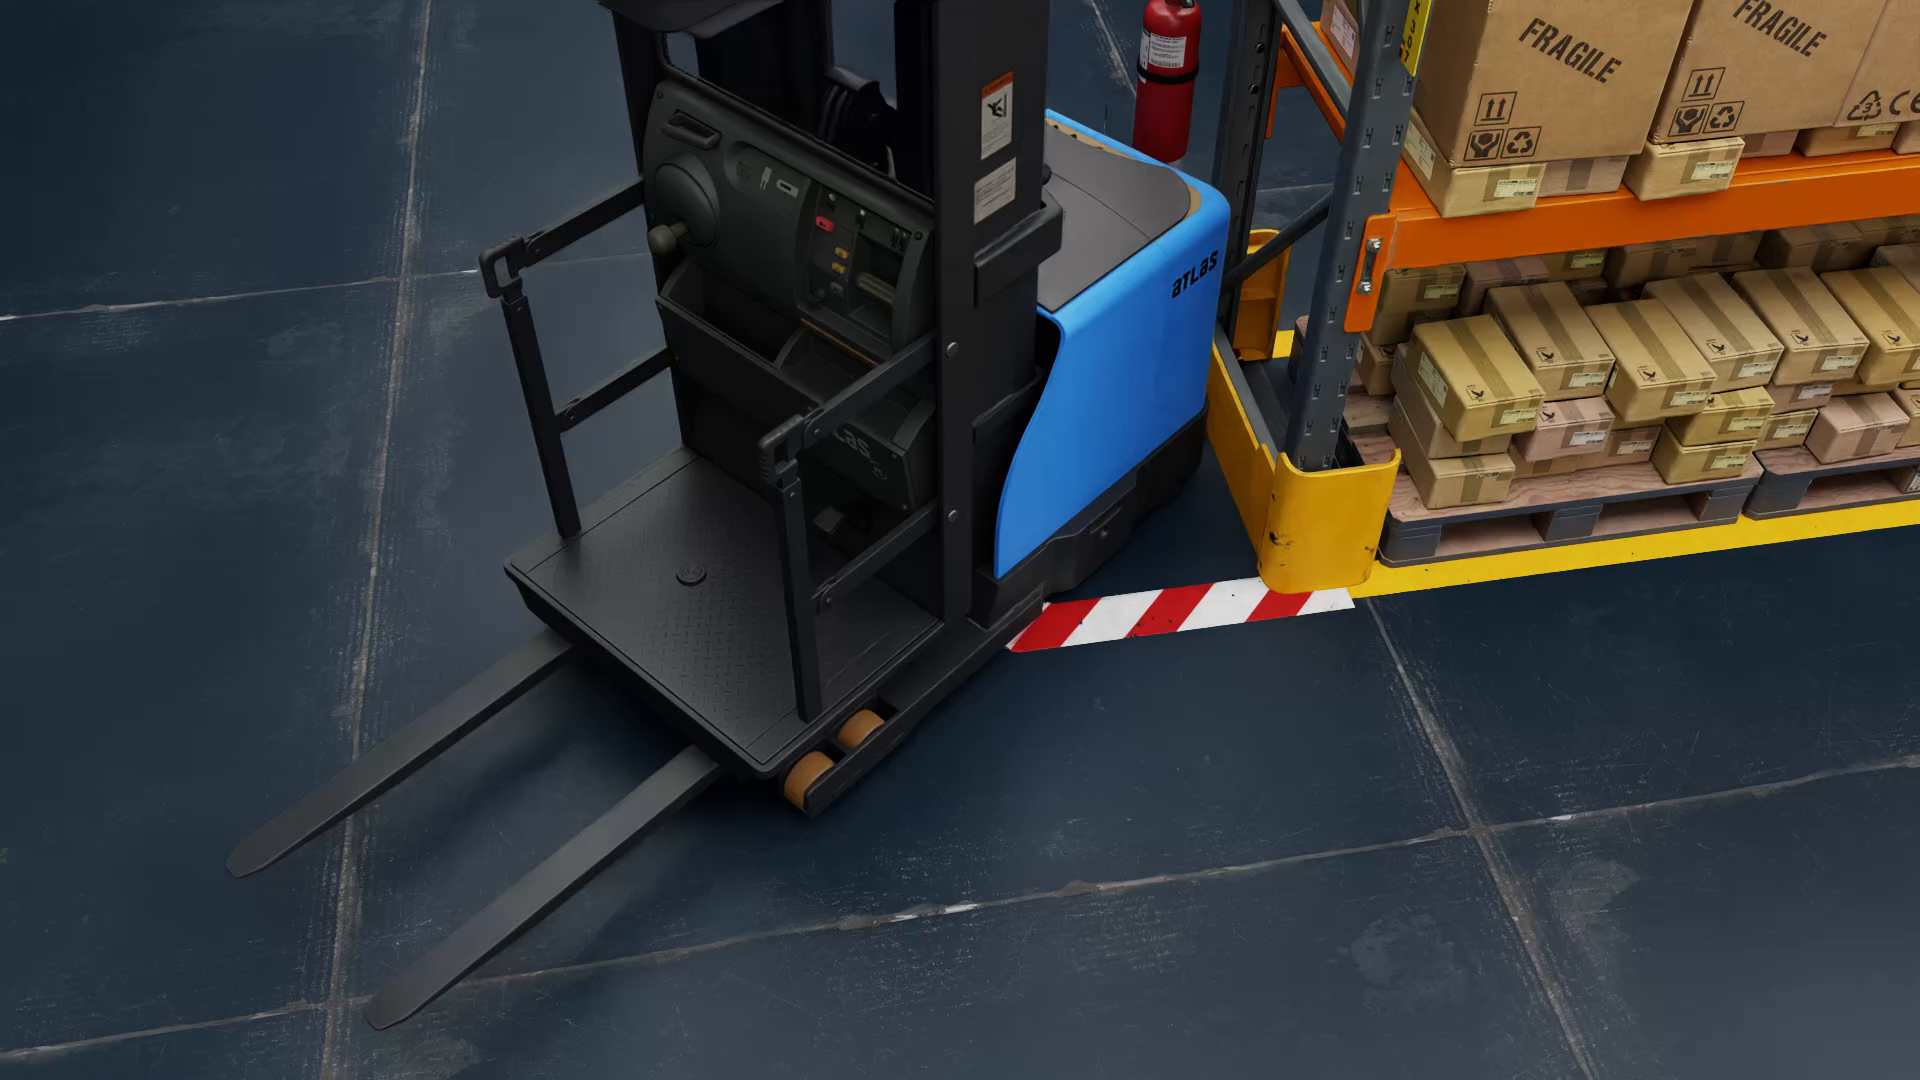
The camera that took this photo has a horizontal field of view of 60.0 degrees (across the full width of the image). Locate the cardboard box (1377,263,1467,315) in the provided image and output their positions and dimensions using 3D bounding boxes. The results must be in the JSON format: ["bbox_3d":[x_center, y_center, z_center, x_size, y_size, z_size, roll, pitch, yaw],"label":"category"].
[{"bbox_3d":[1.418,-0.902,5.311,0.250,0.149,0.380,-7,46,-6],"label":"cardboard box"}]

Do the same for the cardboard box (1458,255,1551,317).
[{"bbox_3d":[1.675,-0.892,5.301,0.250,0.149,0.380,-6,46,-6],"label":"cardboard box"}]

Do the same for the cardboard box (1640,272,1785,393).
[{"bbox_3d":[2.265,-0.629,5.048,0.250,0.149,0.380,-9,47,-9],"label":"cardboard box"}]

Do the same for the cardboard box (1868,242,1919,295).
[{"bbox_3d":[3.038,-0.755,5.169,0.250,0.149,0.380,-7,46,-7],"label":"cardboard box"}]

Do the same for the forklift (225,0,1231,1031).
[{"bbox_3d":[-0.576,-0.694,3.884,1.130,2.935,3.031,33,54,28],"label":"forklift"}]

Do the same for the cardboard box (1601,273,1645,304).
[{"bbox_3d":[2.205,-0.846,5.464,0.250,0.149,0.380,-8,47,-7],"label":"cardboard box"}]

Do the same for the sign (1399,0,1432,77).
[{"bbox_3d":[1.032,-1.209,3.731,0.005,0.325,0.100,-7,46,-7],"label":"sign"}]

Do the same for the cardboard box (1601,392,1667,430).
[{"bbox_3d":[2.005,-0.523,5.152,0.250,0.149,0.380,-7,46,-6],"label":"cardboard box"}]

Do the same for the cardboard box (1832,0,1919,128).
[{"bbox_3d":[2.437,-1.426,4.265,0.500,0.500,0.500,-7,46,-6],"label":"cardboard box"}]

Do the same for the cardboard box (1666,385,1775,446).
[{"bbox_3d":[2.276,-0.477,5.108,0.250,0.149,0.380,-6,46,-6],"label":"cardboard box"}]

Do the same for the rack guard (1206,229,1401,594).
[{"bbox_3d":[1.014,-0.436,5.323,0.348,0.500,1.175,-7,46,-7],"label":"rack guard"}]

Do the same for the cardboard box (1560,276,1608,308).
[{"bbox_3d":[1.923,-0.886,5.502,0.250,0.149,0.380,-9,47,-8],"label":"cardboard box"}]

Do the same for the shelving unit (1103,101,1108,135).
[{"bbox_3d":[0.359,-1.025,5.613,0.210,0.900,0.258,5,46,5],"label":"shelving unit"}]

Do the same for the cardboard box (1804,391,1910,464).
[{"bbox_3d":[2.764,-0.435,5.274,0.250,0.149,0.380,-9,47,-9],"label":"cardboard box"}]

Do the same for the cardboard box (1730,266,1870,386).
[{"bbox_3d":[2.540,-0.656,5.074,0.250,0.149,0.380,-5,46,-5],"label":"cardboard box"}]

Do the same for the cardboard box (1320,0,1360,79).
[{"bbox_3d":[1.213,-1.448,4.736,0.250,0.149,0.380,-7,46,-7],"label":"cardboard box"}]

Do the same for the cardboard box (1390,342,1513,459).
[{"bbox_3d":[1.499,-0.436,5.069,0.250,0.149,0.380,-5,46,-5],"label":"cardboard box"}]

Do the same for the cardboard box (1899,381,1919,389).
[{"bbox_3d":[3.050,-0.666,5.290,0.250,0.149,0.380,-5,46,-5],"label":"cardboard box"}]

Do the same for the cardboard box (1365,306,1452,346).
[{"bbox_3d":[1.411,-0.821,5.440,0.250,0.149,0.380,-8,47,-8],"label":"cardboard box"}]

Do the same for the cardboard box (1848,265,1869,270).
[{"bbox_3d":[2.953,-1.031,5.642,0.250,0.149,0.380,-7,46,-6],"label":"cardboard box"}]

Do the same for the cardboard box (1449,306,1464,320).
[{"bbox_3d":[1.678,-0.815,5.434,0.250,0.149,0.380,-8,47,-8],"label":"cardboard box"}]

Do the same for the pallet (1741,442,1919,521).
[{"bbox_3d":[3.020,-0.558,5.641,1.213,0.211,1.003,-7,46,-7],"label":"pallet"}]

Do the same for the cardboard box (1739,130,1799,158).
[{"bbox_3d":[2.065,-1.199,4.497,0.250,0.149,0.380,-5,46,-5],"label":"cardboard box"}]

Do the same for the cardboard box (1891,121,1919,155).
[{"bbox_3d":[2.584,-1.225,4.522,0.250,0.149,0.380,-8,47,-8],"label":"cardboard box"}]

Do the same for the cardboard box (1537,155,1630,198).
[{"bbox_3d":[1.558,-1.075,4.377,0.250,0.149,0.380,-6,46,-5],"label":"cardboard box"}]

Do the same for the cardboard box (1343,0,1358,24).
[{"bbox_3d":[1.338,-1.670,4.500,0.500,0.500,0.500,-6,46,-6],"label":"cardboard box"}]

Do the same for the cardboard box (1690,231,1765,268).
[{"bbox_3d":[2.430,-1.073,5.476,0.250,0.149,0.380,-6,46,-5],"label":"cardboard box"}]

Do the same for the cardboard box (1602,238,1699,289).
[{"bbox_3d":[2.175,-1.001,5.406,0.250,0.149,0.380,-9,47,-8],"label":"cardboard box"}]

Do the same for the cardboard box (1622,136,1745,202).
[{"bbox_3d":[1.832,-1.070,4.372,0.250,0.149,0.380,-8,47,-8],"label":"cardboard box"}]

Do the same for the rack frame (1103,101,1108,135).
[{"bbox_3d":[0.460,-1.017,5.605,0.006,0.900,0.240,5,46,5],"label":"rack frame"}]

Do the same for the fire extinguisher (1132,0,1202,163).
[{"bbox_3d":[0.613,-1.434,4.862,0.183,0.674,0.296,-7,46,-7],"label":"fire extinguisher"}]

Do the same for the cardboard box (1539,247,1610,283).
[{"bbox_3d":[1.909,-1.014,5.419,0.250,0.149,0.380,-8,47,-8],"label":"cardboard box"}]

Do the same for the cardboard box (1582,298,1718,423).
[{"bbox_3d":[2.035,-0.540,4.962,0.250,0.149,0.380,-7,47,-7],"label":"cardboard box"}]

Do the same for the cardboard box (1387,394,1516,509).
[{"bbox_3d":[1.510,-0.288,5.132,0.250,0.149,0.380,-6,46,-6],"label":"cardboard box"}]

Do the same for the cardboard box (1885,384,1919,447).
[{"bbox_3d":[3.032,-0.487,5.325,0.250,0.149,0.380,-7,46,-7],"label":"cardboard box"}]

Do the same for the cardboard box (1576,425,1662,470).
[{"bbox_3d":[1.998,-0.413,5.254,0.250,0.149,0.380,-7,46,-6],"label":"cardboard box"}]

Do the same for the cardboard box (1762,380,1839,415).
[{"bbox_3d":[2.522,-0.577,5.204,0.250,0.149,0.380,-9,47,-9],"label":"cardboard box"}]

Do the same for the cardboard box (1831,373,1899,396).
[{"bbox_3d":[2.782,-0.640,5.265,0.250,0.149,0.380,-5,46,-5],"label":"cardboard box"}]

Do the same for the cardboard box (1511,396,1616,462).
[{"bbox_3d":[1.779,-0.430,5.063,0.250,0.149,0.380,-7,47,-7],"label":"cardboard box"}]

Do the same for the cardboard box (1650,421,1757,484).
[{"bbox_3d":[2.268,-0.367,5.209,0.250,0.149,0.380,-7,46,-6],"label":"cardboard box"}]

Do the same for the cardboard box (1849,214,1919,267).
[{"bbox_3d":[2.962,-1.079,5.482,0.250,0.149,0.380,-7,46,-7],"label":"cardboard box"}]

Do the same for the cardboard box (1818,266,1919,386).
[{"bbox_3d":[2.807,-0.656,5.074,0.250,0.149,0.380,-6,46,-6],"label":"cardboard box"}]

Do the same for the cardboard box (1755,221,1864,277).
[{"bbox_3d":[2.709,-1.027,5.431,0.250,0.149,0.380,-9,47,-8],"label":"cardboard box"}]

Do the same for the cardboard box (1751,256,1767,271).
[{"bbox_3d":[2.686,-0.977,5.590,0.250,0.149,0.380,-5,46,-5],"label":"cardboard box"}]

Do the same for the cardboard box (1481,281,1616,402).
[{"bbox_3d":[1.765,-0.600,5.020,0.250,0.149,0.380,-6,46,-6],"label":"cardboard box"}]

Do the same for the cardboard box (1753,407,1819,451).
[{"bbox_3d":[2.503,-0.466,5.304,0.250,0.149,0.380,-7,46,-7],"label":"cardboard box"}]

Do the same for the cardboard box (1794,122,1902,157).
[{"bbox_3d":[2.336,-1.215,4.512,0.250,0.149,0.380,-8,47,-7],"label":"cardboard box"}]

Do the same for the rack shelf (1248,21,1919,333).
[{"bbox_3d":[2.910,-1.290,4.910,4.000,0.370,1.077,-7,46,-7],"label":"rack shelf"}]

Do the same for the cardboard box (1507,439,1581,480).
[{"bbox_3d":[1.754,-0.378,5.219,0.250,0.149,0.380,-7,47,-7],"label":"cardboard box"}]

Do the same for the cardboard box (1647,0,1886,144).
[{"bbox_3d":[1.952,-1.375,4.216,0.500,0.500,0.500,-7,46,-7],"label":"cardboard box"}]

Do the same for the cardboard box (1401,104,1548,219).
[{"bbox_3d":[1.315,-1.014,4.319,0.250,0.149,0.380,-7,47,-7],"label":"cardboard box"}]

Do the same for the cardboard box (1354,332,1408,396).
[{"bbox_3d":[1.423,-0.663,5.494,0.250,0.149,0.380,-6,46,-6],"label":"cardboard box"}]

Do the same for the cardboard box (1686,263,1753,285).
[{"bbox_3d":[2.431,-0.959,5.573,0.250,0.149,0.380,-6,46,-6],"label":"cardboard box"}]

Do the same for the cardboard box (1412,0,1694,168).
[{"bbox_3d":[1.429,-1.291,4.135,0.500,0.500,0.500,-5,46,-5],"label":"cardboard box"}]

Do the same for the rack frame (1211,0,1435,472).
[{"bbox_3d":[0.939,-1.294,4.414,0.127,3.000,1.000,-7,46,-7],"label":"rack frame"}]

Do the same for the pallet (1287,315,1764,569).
[{"bbox_3d":[1.821,-0.411,5.499,1.213,0.211,1.003,-7,46,-7],"label":"pallet"}]

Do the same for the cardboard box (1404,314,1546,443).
[{"bbox_3d":[1.514,-0.480,4.905,0.250,0.149,0.380,-9,47,-9],"label":"cardboard box"}]
